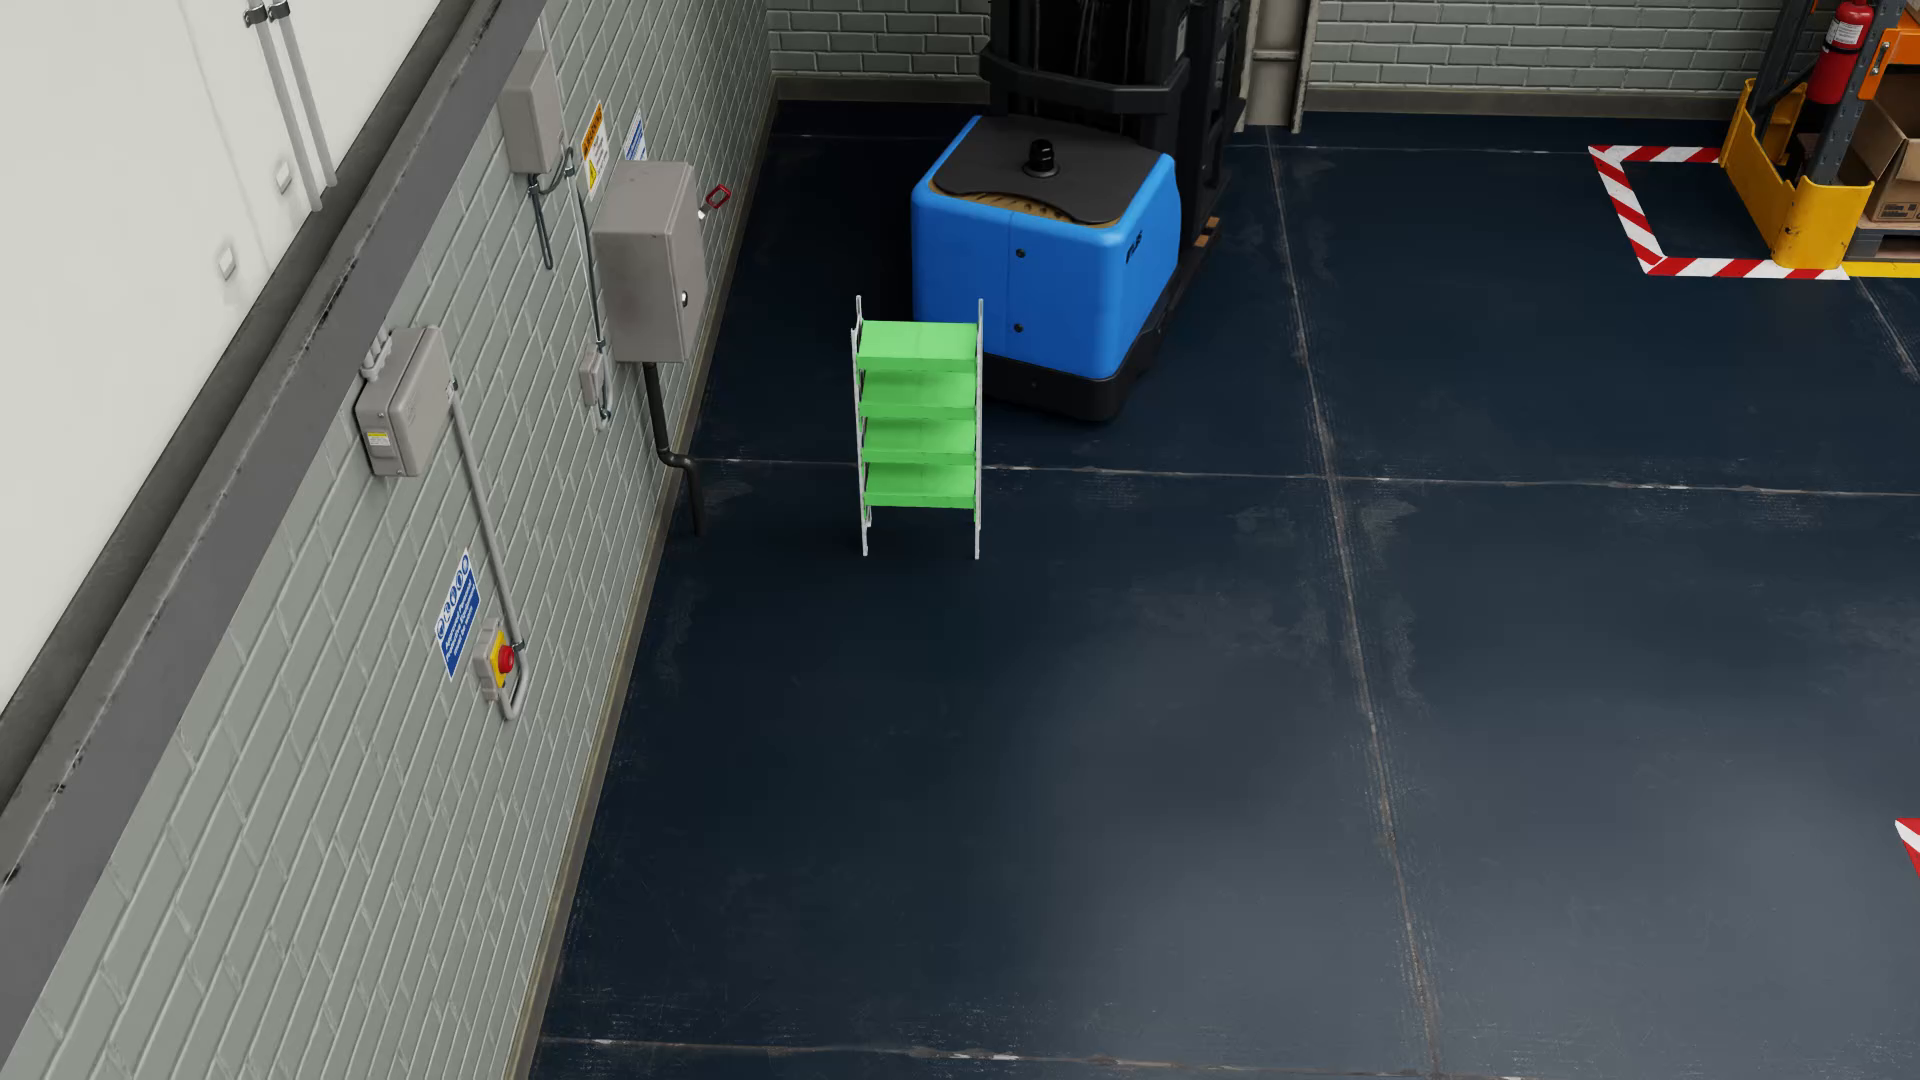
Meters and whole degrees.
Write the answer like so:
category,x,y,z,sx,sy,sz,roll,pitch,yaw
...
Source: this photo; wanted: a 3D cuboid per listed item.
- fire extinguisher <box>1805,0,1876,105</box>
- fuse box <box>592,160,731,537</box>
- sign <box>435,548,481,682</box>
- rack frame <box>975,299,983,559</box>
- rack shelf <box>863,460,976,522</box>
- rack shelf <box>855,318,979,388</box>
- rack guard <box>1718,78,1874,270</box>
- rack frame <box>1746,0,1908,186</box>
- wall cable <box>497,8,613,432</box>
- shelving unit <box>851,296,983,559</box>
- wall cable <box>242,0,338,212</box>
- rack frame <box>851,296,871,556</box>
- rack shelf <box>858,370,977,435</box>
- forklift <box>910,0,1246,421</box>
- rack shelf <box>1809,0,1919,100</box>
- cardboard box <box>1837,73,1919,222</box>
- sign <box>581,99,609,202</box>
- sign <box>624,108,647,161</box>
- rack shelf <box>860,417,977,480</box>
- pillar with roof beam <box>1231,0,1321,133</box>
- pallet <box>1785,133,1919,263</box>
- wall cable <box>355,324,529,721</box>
category,x,y,z,sx,sy,sz,roll,pitch,yaw
fire extinguisher,4.329,-2.470,8.117,0.183,0.674,0.296,2,43,2
fuse box,-1.117,-0.677,6.807,0.414,1.711,0.539,2,43,2
sign,-1.421,0.210,4.711,0.001,0.218,0.327,2,43,2
rack frame,0.078,-0.437,6.924,0.015,1.200,0.240,2,43,2
rack shelf,-0.165,-0.222,7.139,0.480,0.148,0.258,2,43,2
rack shelf,-0.165,-0.749,6.648,0.480,0.148,0.258,2,43,2
rack guard,4.572,-2.028,9.146,0.348,0.500,1.175,2,43,2
rack frame,4.497,-2.945,8.296,0.127,3.000,1.000,2,43,2
wall cable,-1.305,-1.060,5.528,0.122,1.984,0.588,2,43,2
shelving unit,-0.165,-0.444,6.932,0.503,1.200,0.258,2,43,2
wall cable,-1.418,-1.743,2.605,0.029,3.000,0.463,2,43,2
rack frame,-0.409,-0.452,6.940,0.015,1.200,0.240,2,43,2
rack shelf,-0.165,-0.573,6.812,0.480,0.148,0.258,2,43,2
forklift,0.794,-2.645,8.024,1.130,2.935,3.031,16,45,16
rack shelf,6.494,-2.621,8.476,4.000,0.370,1.077,2,43,2
cardboard box,5.103,-2.102,8.915,0.637,0.503,0.797,0,43,0
sign,-1.326,-1.419,6.052,0.001,0.242,0.339,2,43,2
sign,-1.302,-1.456,6.768,0.001,0.494,0.329,2,43,2
rack shelf,-0.165,-0.397,6.975,0.480,0.148,0.258,2,43,2
pillar with roof beam,1.650,-2.905,3.852,0.400,9.000,9.100,2,43,2
pallet,5.369,-1.899,9.219,1.213,0.211,1.003,2,43,2
wall cable,-1.357,-0.106,4.480,0.123,1.953,0.585,2,43,2
